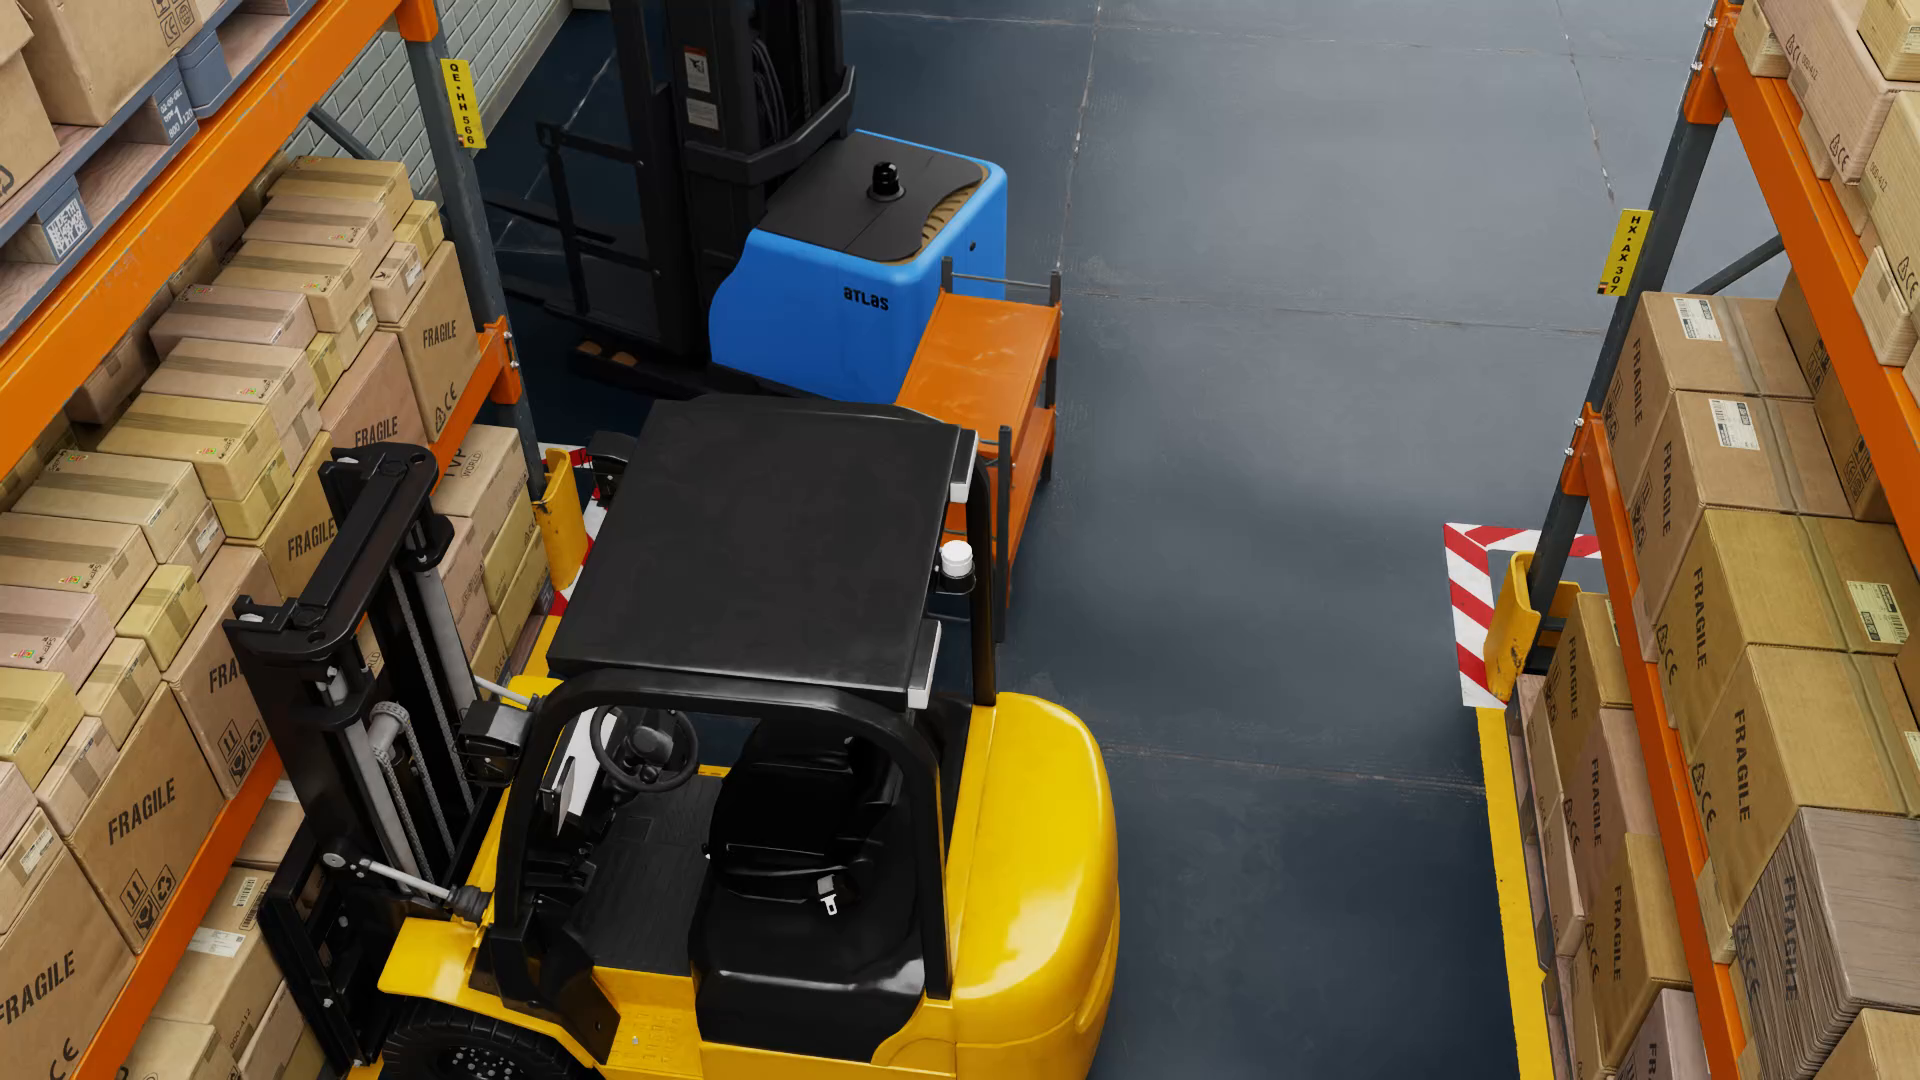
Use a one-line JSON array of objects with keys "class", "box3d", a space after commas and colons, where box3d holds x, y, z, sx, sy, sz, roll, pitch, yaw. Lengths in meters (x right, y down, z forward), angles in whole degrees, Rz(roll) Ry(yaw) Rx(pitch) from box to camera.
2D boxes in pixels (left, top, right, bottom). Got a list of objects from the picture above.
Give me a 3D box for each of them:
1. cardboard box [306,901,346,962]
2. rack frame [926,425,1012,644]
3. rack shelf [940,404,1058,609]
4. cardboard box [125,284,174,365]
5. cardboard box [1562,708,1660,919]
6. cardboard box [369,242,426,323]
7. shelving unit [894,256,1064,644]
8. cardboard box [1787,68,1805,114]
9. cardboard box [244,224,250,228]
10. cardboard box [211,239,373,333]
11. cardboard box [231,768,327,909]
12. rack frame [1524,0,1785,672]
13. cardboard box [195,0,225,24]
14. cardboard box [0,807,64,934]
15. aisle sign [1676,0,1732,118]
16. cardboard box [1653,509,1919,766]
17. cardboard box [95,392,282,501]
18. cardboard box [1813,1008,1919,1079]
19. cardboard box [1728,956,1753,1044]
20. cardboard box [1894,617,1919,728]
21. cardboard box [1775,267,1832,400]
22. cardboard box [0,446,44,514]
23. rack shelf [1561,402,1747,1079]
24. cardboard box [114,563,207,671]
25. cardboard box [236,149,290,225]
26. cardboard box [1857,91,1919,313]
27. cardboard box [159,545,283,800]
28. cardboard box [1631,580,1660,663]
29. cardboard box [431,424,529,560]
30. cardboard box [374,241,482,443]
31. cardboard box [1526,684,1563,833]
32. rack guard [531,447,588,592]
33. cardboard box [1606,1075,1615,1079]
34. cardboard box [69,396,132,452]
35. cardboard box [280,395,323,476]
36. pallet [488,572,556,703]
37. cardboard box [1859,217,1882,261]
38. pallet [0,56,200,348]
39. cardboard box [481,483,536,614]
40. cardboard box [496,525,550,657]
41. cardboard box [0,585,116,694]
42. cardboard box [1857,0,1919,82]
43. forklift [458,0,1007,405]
[{"class": "cardboard box", "box3d": [-2.160, 1.040, 5.301, 0.500, 0.250, 0.500, 5, 44, 5]}, {"class": "rack frame", "box3d": [-0.058, -0.034, 6.467, 0.500, 1.125, 0.032, 9, 44, 9]}, {"class": "rack shelf", "box3d": [0.056, -0.197, 6.995, 0.538, 0.278, 1.000, 9, 44, 9]}, {"class": "cardboard box", "box3d": [-2.604, -0.667, 5.012, 0.380, 0.149, 0.250, 5, 44, 6]}, {"class": "cardboard box", "box3d": [2.261, 0.900, 5.267, 0.500, 0.500, 0.500, 4, 44, 4]}, {"class": "cardboard box", "box3d": [-1.984, -0.853, 5.425, 0.380, 0.149, 0.250, 6, 44, 6]}, {"class": "shelving unit", "box3d": [0.056, -0.374, 6.827, 0.538, 1.125, 1.048, 9, 44, 9]}, {"class": "cardboard box", "box3d": [2.398, -1.186, 4.322, 0.380, 0.149, 0.250, 4, 44, 4]}, {"class": "cardboard box", "box3d": [-2.513, -1.085, 5.669, 0.380, 0.149, 0.250, 4, 44, 4]}, {"class": "cardboard box", "box3d": [-2.059, -0.785, 5.137, 0.380, 0.149, 0.250, 6, 44, 6]}, {"class": "cardboard box", "box3d": [-2.156, 0.843, 5.145, 0.500, 0.250, 0.500, 4, 44, 5]}, {"class": "rack frame", "box3d": [2.709, -0.572, 5.672, 1.000, 3.000, 0.127, 5, 44, 6]}, {"class": "cardboard box", "box3d": [-2.053, -1.484, 4.174, 0.396, 0.266, 0.258, 5, 44, 6]}, {"class": "cardboard box", "box3d": [-2.292, 0.722, 3.761, 0.380, 0.149, 0.250, 6, 44, 6]}, {"class": "aisle sign", "box3d": [2.410, -1.586, 4.853, 0.394, 0.787, 0.004, 5, 44, 6]}, {"class": "cardboard box", "box3d": [2.240, 0.282, 4.481, 0.500, 0.500, 0.500, 4, 44, 5]}, {"class": "cardboard box", "box3d": [-2.119, -0.258, 4.580, 0.380, 0.149, 0.250, 6, 44, 6]}, {"class": "cardboard box", "box3d": [2.054, 1.333, 3.371, 0.500, 0.500, 0.500, 7, 44, 7]}, {"class": "cardboard box", "box3d": [2.115, 1.135, 4.053, 0.380, 0.149, 0.250, 5, 44, 5]}, {"class": "cardboard box", "box3d": [2.615, 0.317, 3.717, 0.700, 0.500, 0.500, 5, 44, 5]}, {"class": "cardboard box", "box3d": [2.858, -0.711, 4.803, 0.700, 0.500, 0.500, 4, 44, 4]}, {"class": "cardboard box", "box3d": [-2.700, -0.139, 4.454, 0.380, 0.149, 0.250, 5, 44, 6]}, {"class": "rack shelf", "box3d": [2.445, 1.053, 4.480, 1.077, 0.370, 4.000, 5, 44, 6]}, {"class": "cardboard box", "box3d": [-2.213, 0.189, 4.325, 0.380, 0.149, 0.250, 4, 44, 5]}, {"class": "cardboard box", "box3d": [-2.467, -1.191, 5.565, 0.380, 0.149, 0.250, 4, 44, 5]}, {"class": "cardboard box", "box3d": [2.259, -0.699, 3.518, 0.500, 0.250, 0.500, 6, 44, 7]}, {"class": "cardboard box", "box3d": [-2.217, 0.348, 4.628, 0.500, 0.500, 0.500, 6, 44, 6]}, {"class": "cardboard box", "box3d": [2.245, 0.248, 4.989, 0.380, 0.149, 0.250, 6, 44, 6]}, {"class": "cardboard box", "box3d": [-1.963, -0.195, 6.242, 0.500, 0.250, 0.500, 7, 44, 7]}, {"class": "cardboard box", "box3d": [-2.016, -0.697, 5.732, 0.500, 0.500, 0.500, 4, 44, 5]}, {"class": "cardboard box", "box3d": [2.329, 0.799, 5.919, 0.500, 0.250, 0.500, 5, 44, 5]}, {"class": "rack guard", "box3d": [-2.208, -0.129, 7.023, 1.175, 0.500, 0.348, 5, 44, 6]}, {"class": "cardboard box", "box3d": [2.125, 1.863, 4.795, 0.500, 0.250, 0.500, 6, 44, 6]}, {"class": "cardboard box", "box3d": [-2.721, -0.398, 4.944, 0.380, 0.149, 0.250, 6, 44, 6]}, {"class": "cardboard box", "box3d": [-2.111, -0.328, 4.870, 0.380, 0.149, 0.250, 4, 44, 4]}, {"class": "pallet", "box3d": [-2.271, 0.517, 6.550, 1.003, 0.211, 1.213, 5, 44, 6]}, {"class": "cardboard box", "box3d": [2.289, -0.656, 3.763, 0.380, 0.149, 0.250, 4, 44, 4]}, {"class": "pallet", "box3d": [-2.489, -0.764, 3.758, 1.003, 0.211, 1.213, 5, 44, 6]}, {"class": "cardboard box", "box3d": [-1.966, 0.004, 6.395, 0.500, 0.250, 0.500, 5, 44, 5]}, {"class": "cardboard box", "box3d": [-1.960, 0.175, 6.578, 0.500, 0.250, 0.500, 6, 44, 6]}, {"class": "cardboard box", "box3d": [-2.312, 0.251, 4.043, 0.380, 0.149, 0.250, 5, 44, 5]}, {"class": "cardboard box", "box3d": [2.241, -1.133, 3.686, 0.380, 0.149, 0.250, 5, 44, 5]}, {"class": "forklift", "box3d": [-1.328, -2.110, 7.347, 3.031, 2.935, 1.130, 18, 46, 18]}]
